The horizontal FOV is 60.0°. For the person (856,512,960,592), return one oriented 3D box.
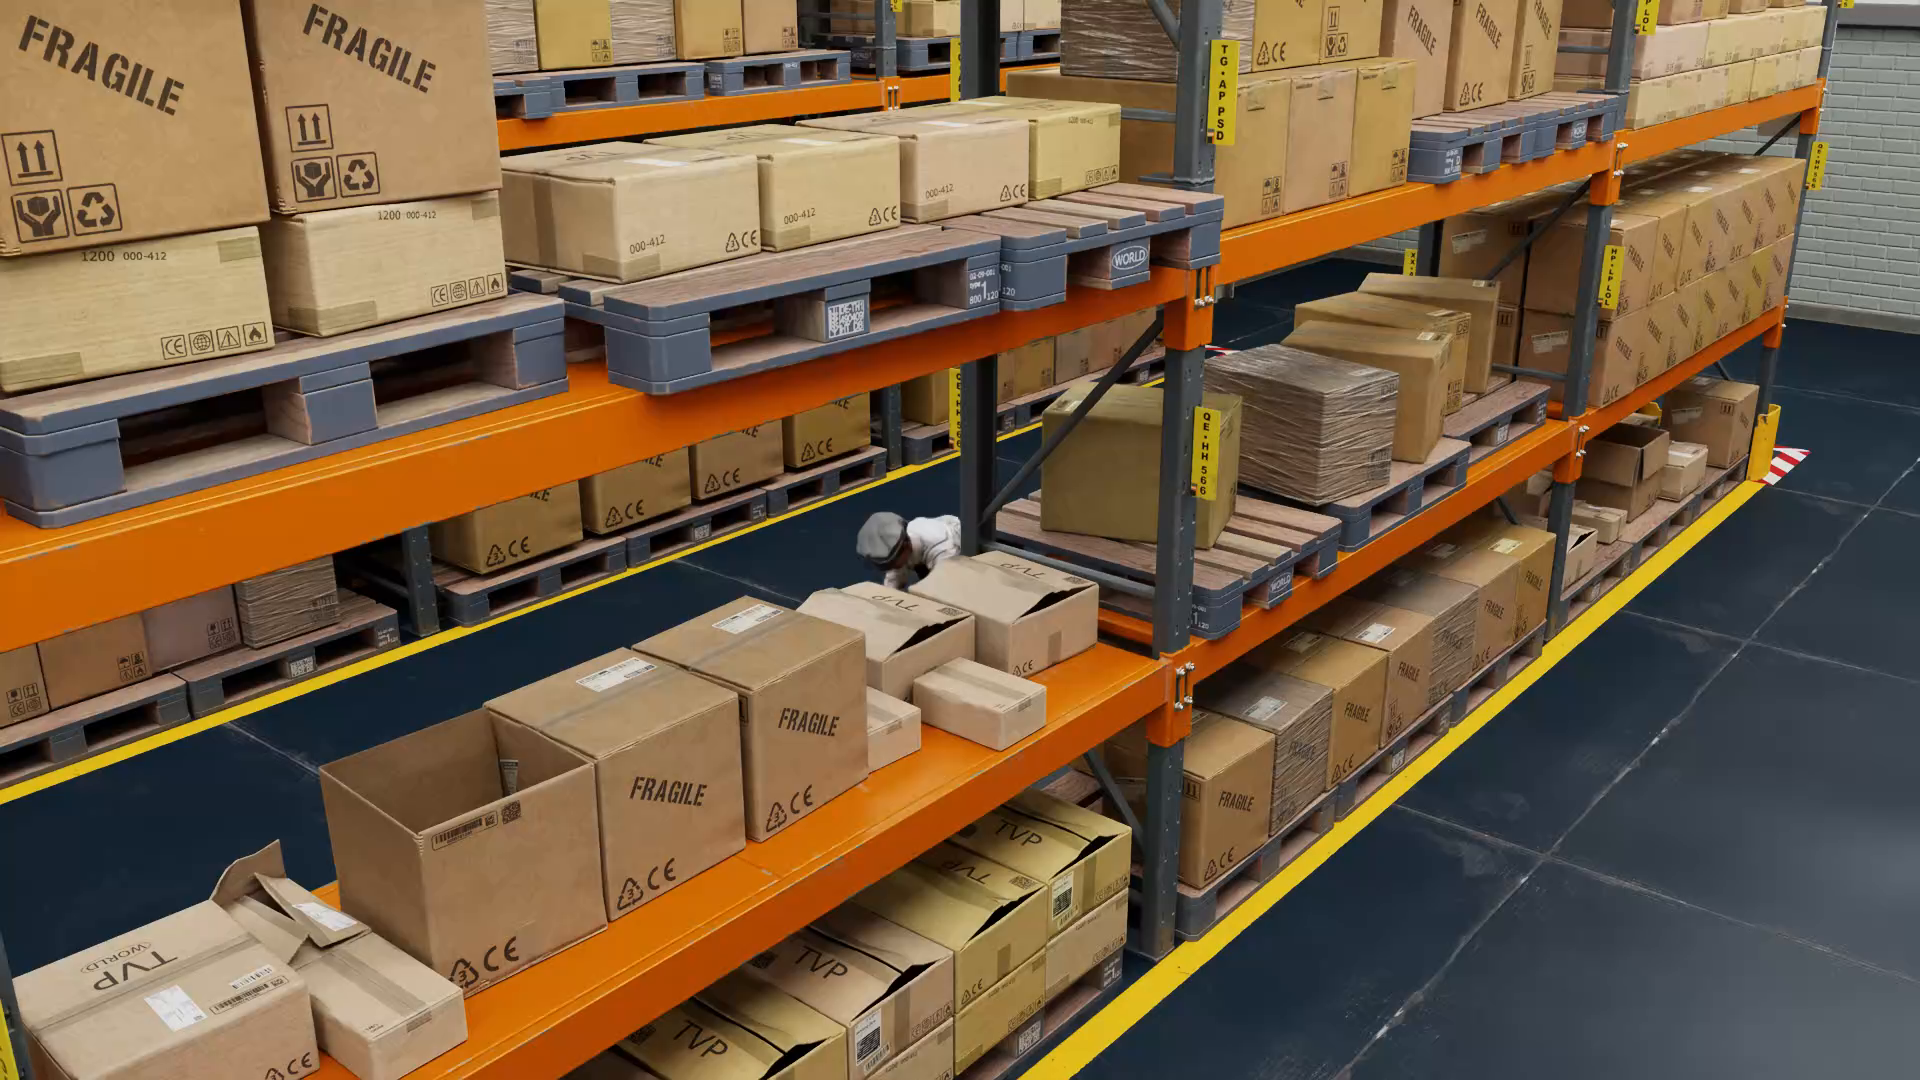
[{"bbox_3d":[-0.153,0.384,8.143,0.406,1.251,0.906,15,25,35],"label":"person"}]
